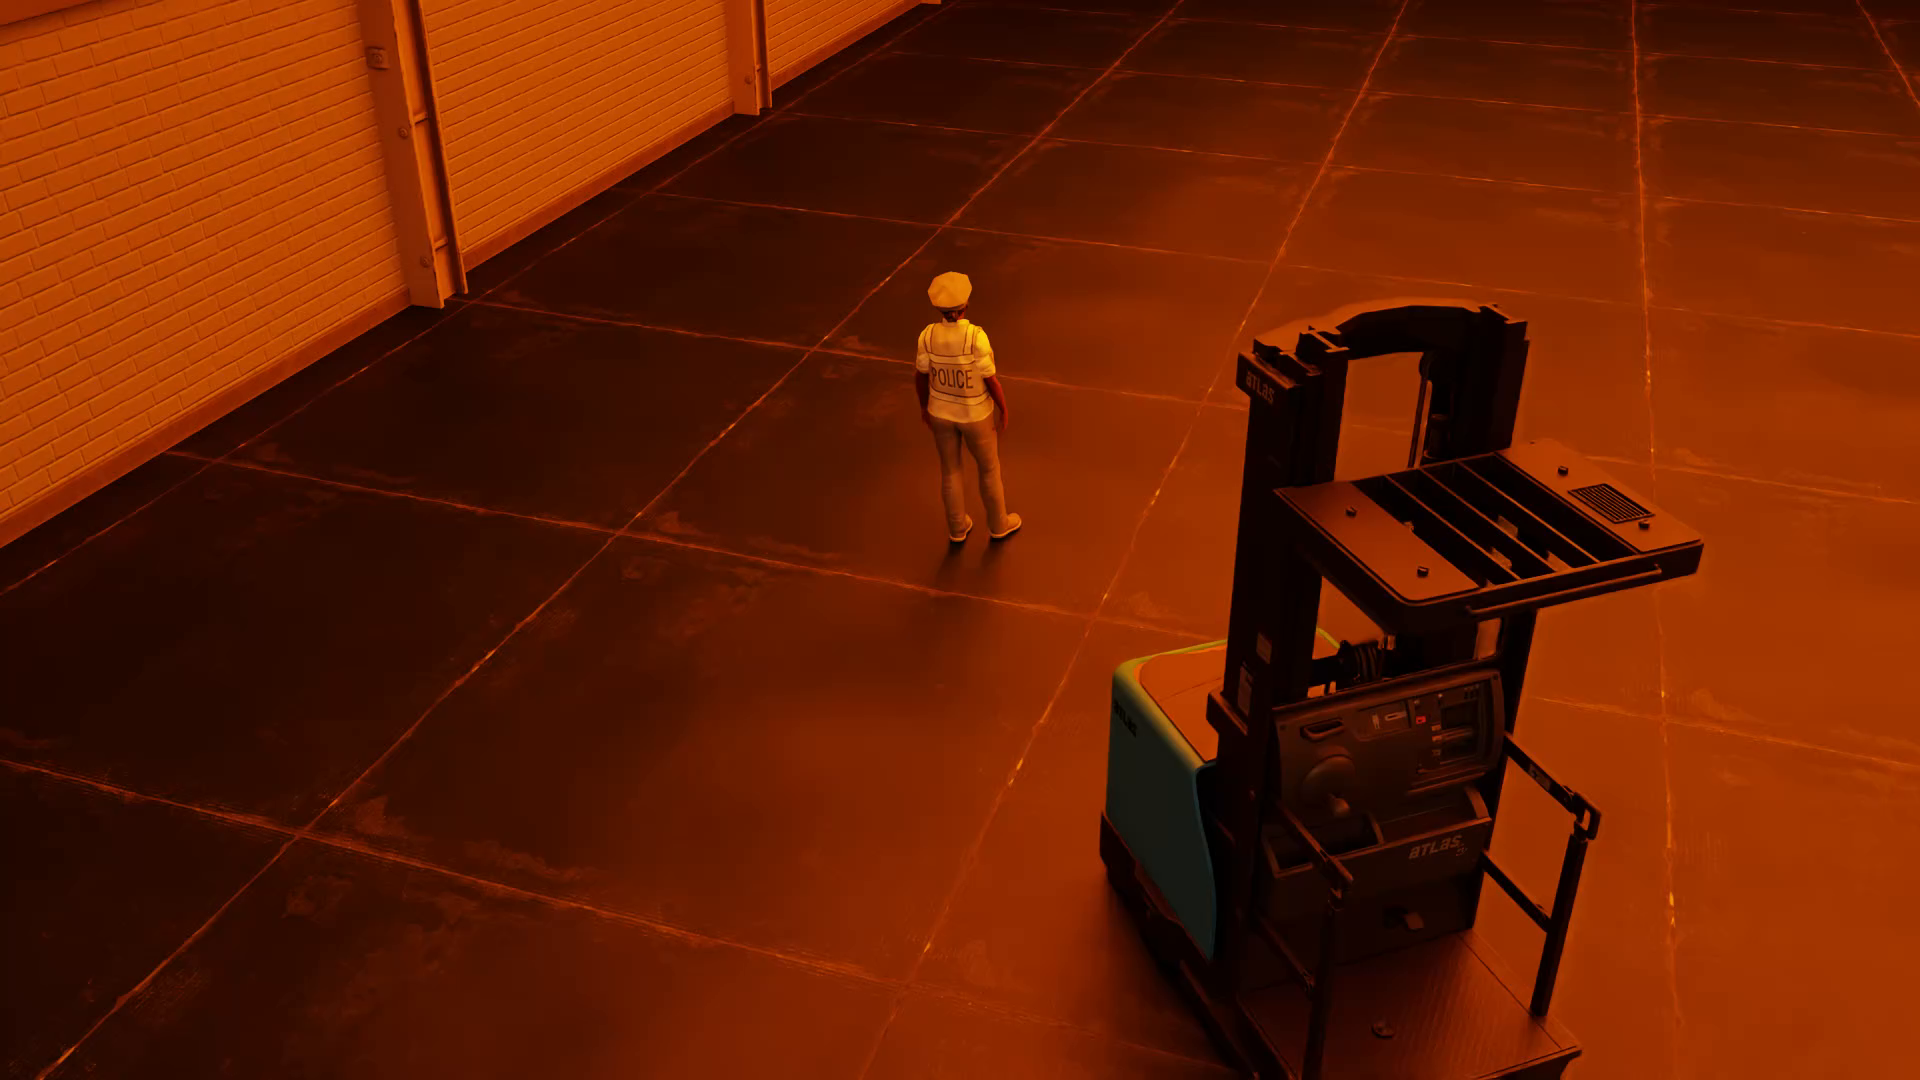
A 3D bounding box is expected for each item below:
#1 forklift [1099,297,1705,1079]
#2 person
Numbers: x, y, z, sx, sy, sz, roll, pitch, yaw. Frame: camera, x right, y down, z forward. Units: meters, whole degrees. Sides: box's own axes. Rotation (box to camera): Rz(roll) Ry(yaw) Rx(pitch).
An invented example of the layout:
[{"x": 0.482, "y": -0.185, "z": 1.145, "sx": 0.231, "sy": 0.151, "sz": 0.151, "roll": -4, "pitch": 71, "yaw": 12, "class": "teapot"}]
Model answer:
[{"x": 1.620, "y": 0.776, "z": 5.775, "sx": 1.130, "sy": 2.935, "sz": 3.031, "roll": -11, "pitch": 31, "yaw": -18, "class": "forklift"}, {"x": 0.043, "y": -0.770, "z": 9.732, "sx": 0.570, "sy": 1.687, "sz": 0.528, "roll": 10, "pitch": 31, "yaw": 16, "class": "person"}]
